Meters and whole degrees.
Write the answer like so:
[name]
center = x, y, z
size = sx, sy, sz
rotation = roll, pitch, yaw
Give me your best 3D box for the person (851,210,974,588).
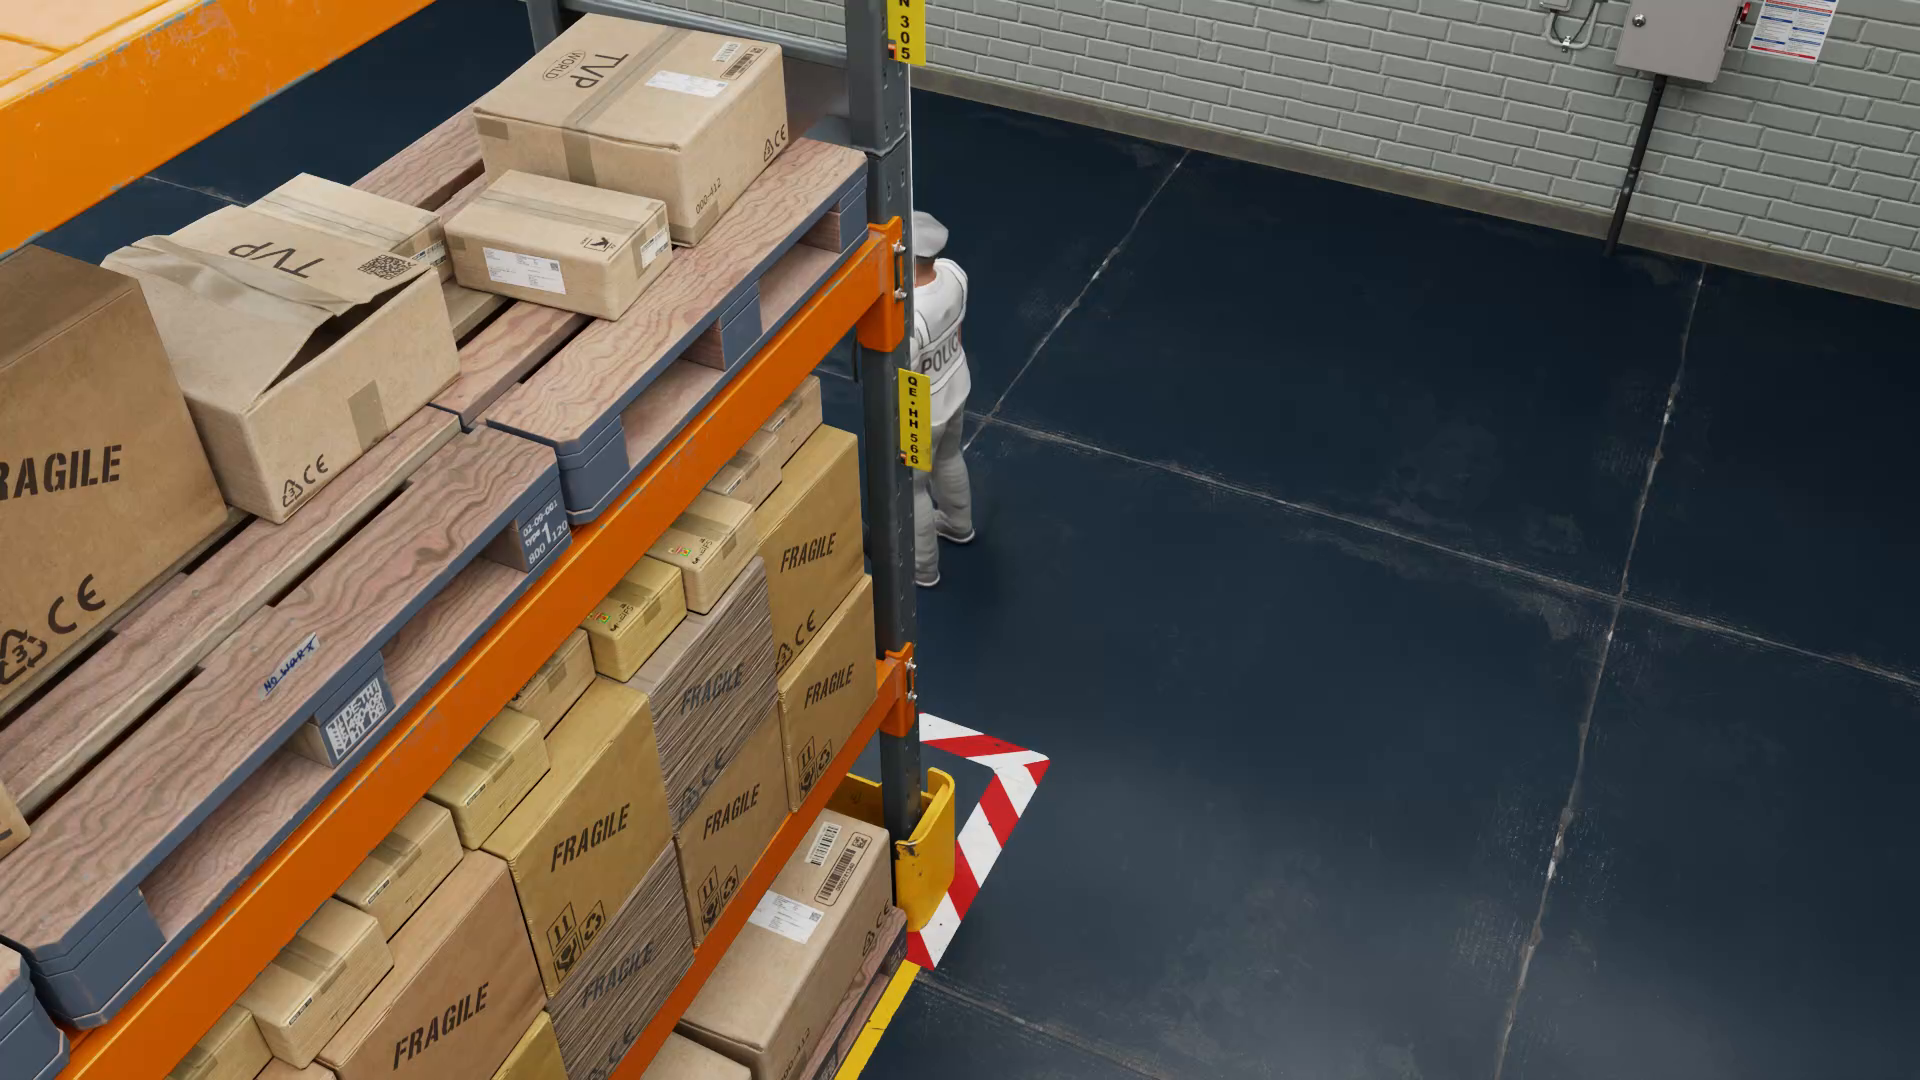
[person]
center = -0.179, -0.570, 6.786
size = 0.394, 1.769, 0.585
rotation = 18, 45, 19
